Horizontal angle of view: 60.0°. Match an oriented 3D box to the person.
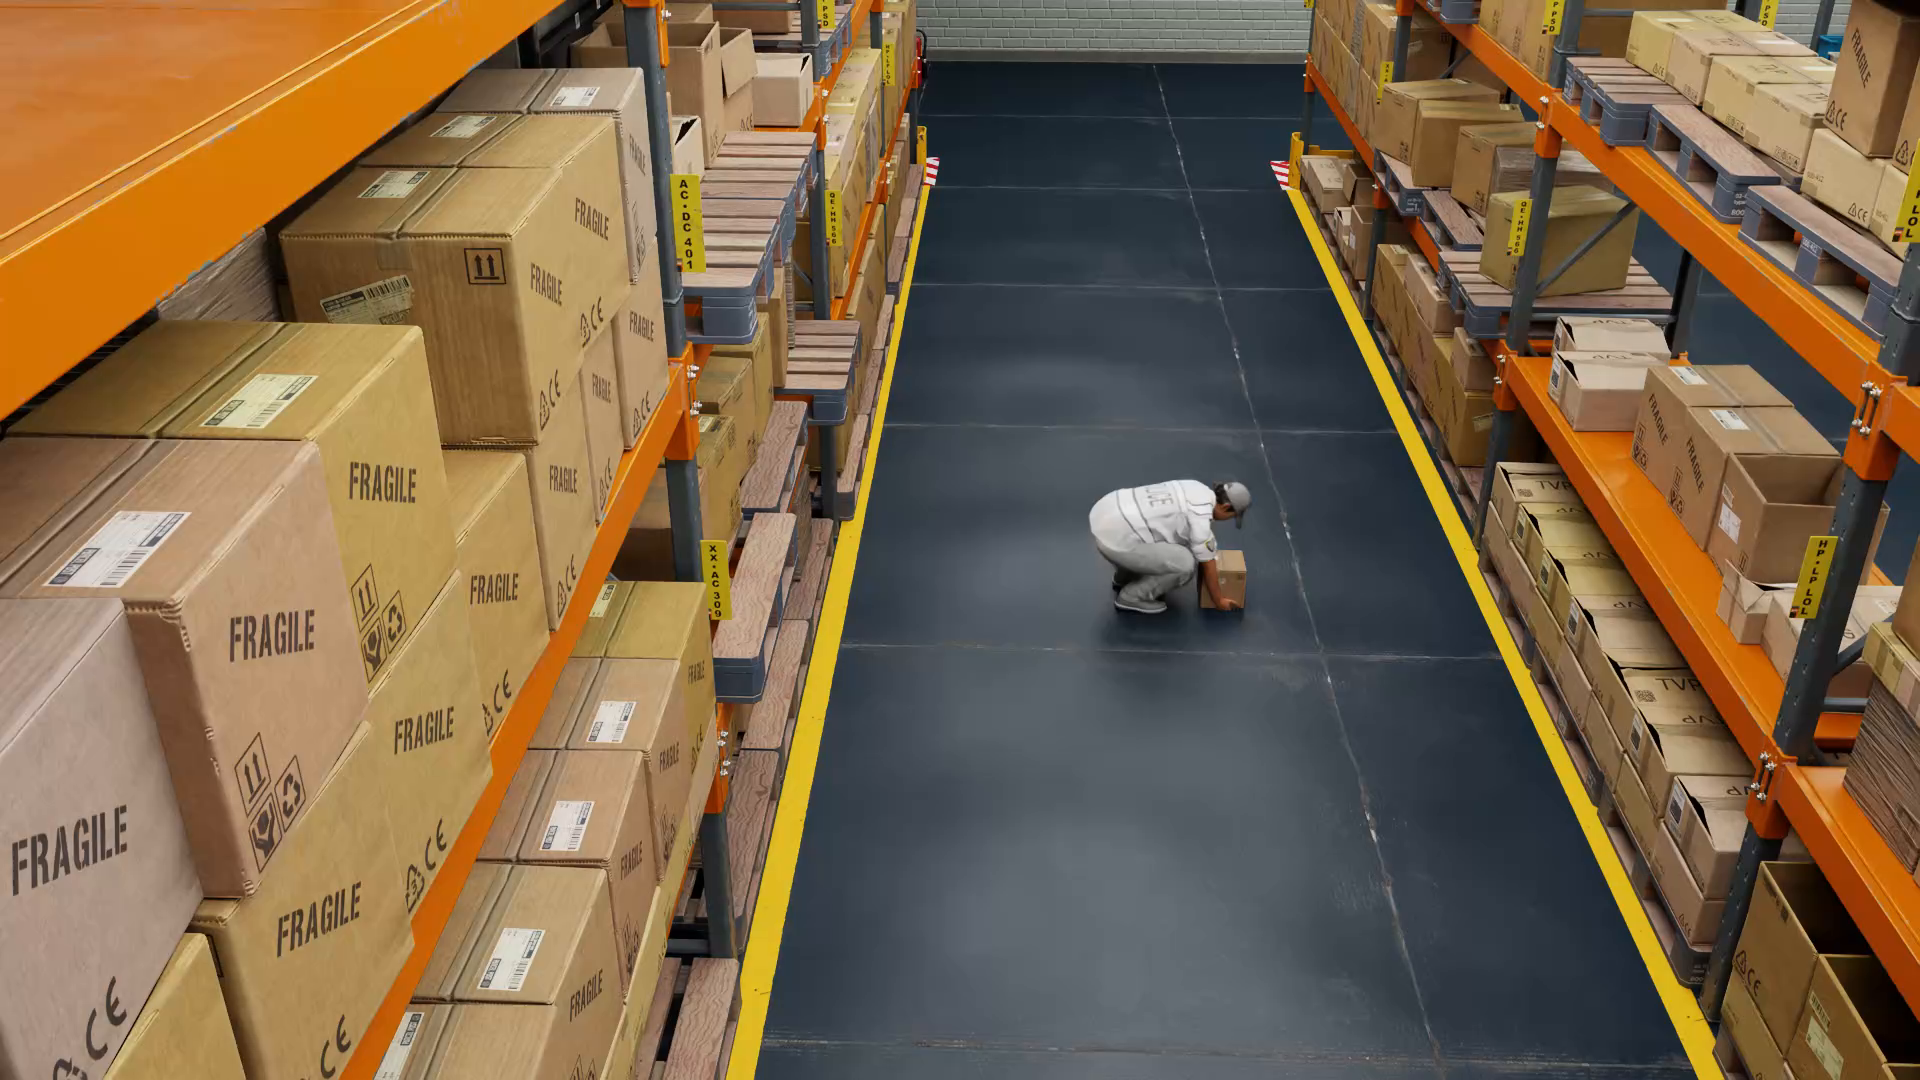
[{"bbox_3d":[1.205,0.021,9.596,0.922,0.760,0.511,0,28,1],"label":"person"}]
